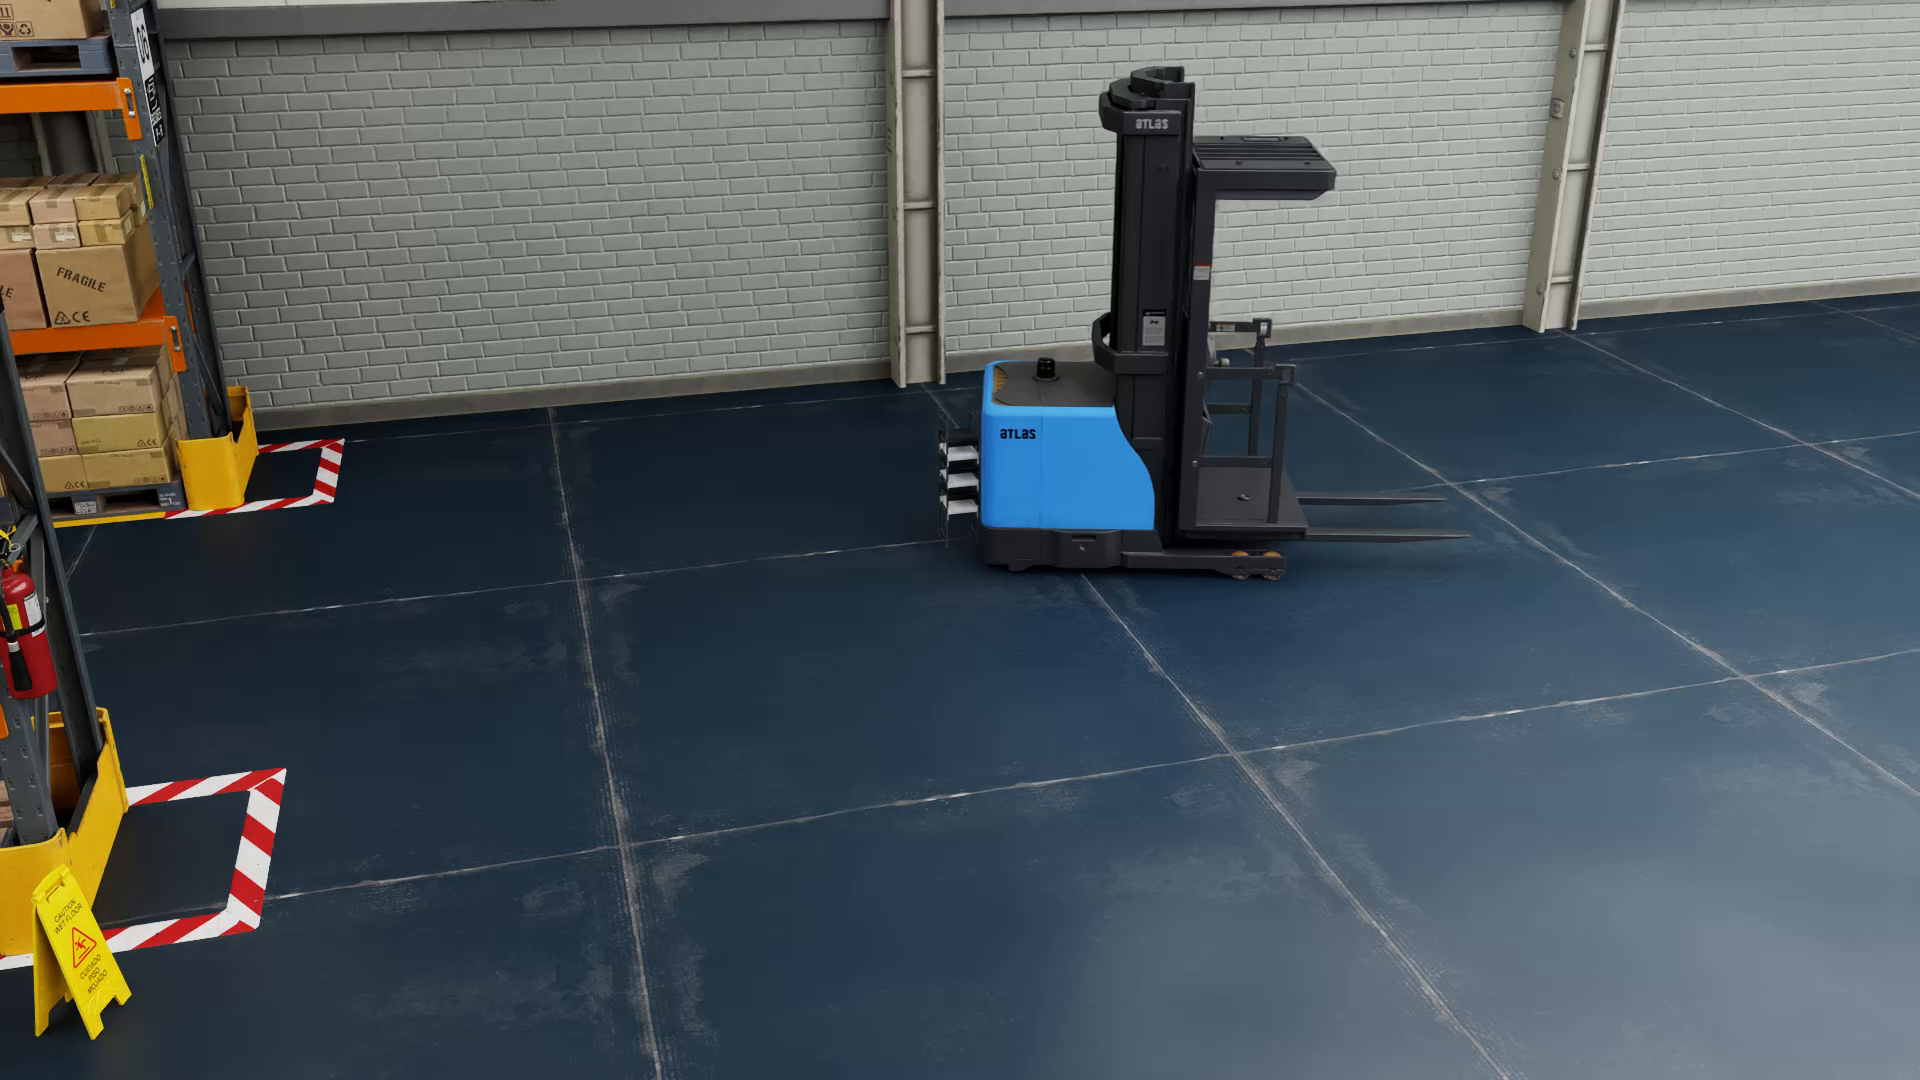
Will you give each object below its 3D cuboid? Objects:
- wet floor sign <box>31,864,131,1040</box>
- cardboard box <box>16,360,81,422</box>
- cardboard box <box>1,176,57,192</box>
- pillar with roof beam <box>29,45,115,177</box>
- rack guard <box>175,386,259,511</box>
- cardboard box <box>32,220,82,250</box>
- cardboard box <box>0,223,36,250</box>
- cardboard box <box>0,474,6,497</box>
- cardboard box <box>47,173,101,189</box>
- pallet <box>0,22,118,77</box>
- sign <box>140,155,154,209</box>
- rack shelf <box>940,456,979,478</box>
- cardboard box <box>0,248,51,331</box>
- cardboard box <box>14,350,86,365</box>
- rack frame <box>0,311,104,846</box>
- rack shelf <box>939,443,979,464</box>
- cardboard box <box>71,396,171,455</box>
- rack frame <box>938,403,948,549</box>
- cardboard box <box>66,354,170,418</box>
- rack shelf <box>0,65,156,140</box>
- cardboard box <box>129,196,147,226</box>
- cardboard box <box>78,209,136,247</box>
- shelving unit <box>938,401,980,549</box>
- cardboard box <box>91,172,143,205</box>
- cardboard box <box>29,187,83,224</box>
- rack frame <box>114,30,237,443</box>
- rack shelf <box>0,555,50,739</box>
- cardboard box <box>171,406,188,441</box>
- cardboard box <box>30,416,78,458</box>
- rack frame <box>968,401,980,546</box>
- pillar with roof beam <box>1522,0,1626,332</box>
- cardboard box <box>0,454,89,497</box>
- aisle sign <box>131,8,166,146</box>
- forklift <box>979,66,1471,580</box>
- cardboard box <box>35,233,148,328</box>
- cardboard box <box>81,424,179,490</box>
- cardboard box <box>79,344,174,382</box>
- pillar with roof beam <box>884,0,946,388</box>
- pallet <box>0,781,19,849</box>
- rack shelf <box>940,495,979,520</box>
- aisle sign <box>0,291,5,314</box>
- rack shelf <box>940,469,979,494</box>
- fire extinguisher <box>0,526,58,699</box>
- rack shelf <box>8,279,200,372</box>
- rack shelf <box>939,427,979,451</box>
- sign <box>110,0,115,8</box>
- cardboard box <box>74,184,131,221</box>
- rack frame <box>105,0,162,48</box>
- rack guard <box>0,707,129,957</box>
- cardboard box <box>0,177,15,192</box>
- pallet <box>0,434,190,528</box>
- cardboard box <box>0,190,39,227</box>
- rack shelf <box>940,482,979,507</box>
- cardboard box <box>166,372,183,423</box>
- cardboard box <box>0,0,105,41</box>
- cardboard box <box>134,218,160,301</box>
[{"bbox_3d":[-3.396,1.548,6.323,0.232,0.644,0.267,2,23,4],"label":"wet floor sign"},{"bbox_3d":[-6.062,-0.968,10.889,0.500,0.250,0.500,-6,24,-13],"label":"cardboard box"},{"bbox_3d":[-6.105,-2.281,10.935,0.250,0.149,0.380,-6,24,-13],"label":"cardboard box"},{"bbox_3d":[-4.964,-3.194,6.782,0.400,9.000,9.100,-6,24,-14],"label":"pillar with roof beam"},{"bbox_3d":[-5.190,-0.657,11.648,0.348,0.500,1.175,-6,24,-14],"label":"rack guard"},{"bbox_3d":[-5.709,-1.966,10.578,0.250,0.149,0.380,-6,24,-14],"label":"cardboard box"},{"bbox_3d":[-5.975,-1.961,10.568,0.250,0.149,0.380,-6,24,-13],"label":"cardboard box"},{"bbox_3d":[-6.545,-0.464,10.981,0.500,0.250,0.500,-6,24,-14],"label":"cardboard box"},{"bbox_3d":[-5.867,-2.325,11.038,0.250,0.149,0.380,-5,24,-13],"label":"cardboard box"},{"bbox_3d":[-5.900,-3.076,10.423,1.213,0.211,1.003,-6,24,-14],"label":"pallet"},{"bbox_3d":[-5.079,-2.237,10.391,0.005,0.325,0.100,-6,24,-14],"label":"sign"},{"bbox_3d":[-0.010,-0.465,10.548,0.200,0.077,0.258,-6,24,-13],"label":"rack shelf"},{"bbox_3d":[-6.118,-1.646,10.654,0.500,0.500,0.500,-6,24,-13],"label":"cardboard box"},{"bbox_3d":[-6.207,-1.158,11.332,0.500,0.250,0.500,-6,24,-14],"label":"cardboard box"},{"bbox_3d":[-3.868,0.081,6.758,0.127,3.000,1.000,-6,24,-14],"label":"rack frame"},{"bbox_3d":[-0.010,-0.548,10.513,0.200,0.077,0.258,-6,24,-13],"label":"rack shelf"},{"bbox_3d":[-5.597,-0.792,11.113,0.500,0.250,0.500,-7,24,-15],"label":"cardboard box"},{"bbox_3d":[-0.108,-0.403,10.547,0.006,0.900,0.240,-6,24,-13],"label":"rack frame"},{"bbox_3d":[-5.572,-1.025,11.021,0.500,0.250,0.500,-5,24,-13],"label":"cardboard box"},{"bbox_3d":[-7.138,-2.638,10.203,4.000,0.370,1.077,-6,24,-14],"label":"rack shelf"},{"bbox_3d":[-5.609,-2.210,11.147,0.250,0.149,0.380,-7,24,-16],"label":"cardboard box"},{"bbox_3d":[-5.471,-2.004,10.668,0.250,0.149,0.380,-6,24,-14],"label":"cardboard box"},{"bbox_3d":[-0.010,-0.413,10.571,0.210,0.900,0.258,-6,24,-13],"label":"shelving unit"},{"bbox_3d":[-5.594,-2.330,11.049,0.250,0.149,0.380,-7,24,-15],"label":"cardboard box"},{"bbox_3d":[-5.730,-2.128,10.579,0.250,0.149,0.380,-6,24,-14],"label":"cardboard box"},{"bbox_3d":[-5.213,-1.804,11.149,0.127,3.000,1.000,-6,24,-14],"label":"rack frame"},{"bbox_3d":[-5.794,0.624,6.404,4.000,0.370,1.077,-6,24,-14],"label":"rack shelf"},{"bbox_3d":[-5.738,-0.755,11.660,0.500,0.250,0.500,-6,24,-14],"label":"cardboard box"},{"bbox_3d":[-6.083,-0.743,10.998,0.500,0.250,0.500,-7,24,-15],"label":"cardboard box"},{"bbox_3d":[0.088,-0.423,10.594,0.006,0.900,0.240,-6,24,-13],"label":"rack frame"},{"bbox_3d":[6.590,-4.472,9.761,0.400,9.000,9.100,-6,24,-14],"label":"pillar with roof beam"},{"bbox_3d":[-6.061,-0.514,11.097,0.500,0.250,0.500,-6,24,-14],"label":"cardboard box"},{"bbox_3d":[-5.070,-2.894,10.393,0.004,0.787,0.394,-6,24,-14],"label":"aisle sign"},{"bbox_3d":[1.646,-1.319,10.106,3.031,2.935,1.130,1,23,2],"label":"forklift"},{"bbox_3d":[-5.616,-1.697,10.775,0.500,0.500,0.500,-7,24,-16],"label":"cardboard box"},{"bbox_3d":[-5.580,-0.563,11.212,0.500,0.250,0.500,-6,24,-14],"label":"cardboard box"},{"bbox_3d":[-5.727,-1.213,11.460,0.500,0.250,0.500,-7,24,-15],"label":"cardboard box"},{"bbox_3d":[0.813,-3.833,8.271,0.400,9.000,9.100,-6,24,-14],"label":"pillar with roof beam"},{"bbox_3d":[-4.733,1.443,7.119,1.213,0.211,1.003,-6,24,-14],"label":"pallet"},{"bbox_3d":[-0.010,-0.217,10.655,0.200,0.077,0.258,-6,24,-13],"label":"rack shelf"},{"bbox_3d":[-3.892,-1.238,6.535,0.004,0.787,0.394,-6,24,-14],"label":"aisle sign"},{"bbox_3d":[-0.010,-0.382,10.584,0.200,0.077,0.258,-6,24,-13],"label":"rack shelf"},{"bbox_3d":[-3.634,0.279,6.394,0.183,0.674,0.296,-6,24,-14],"label":"fire extinguisher"},{"bbox_3d":[-7.138,-1.260,10.795,4.000,0.370,1.077,-6,24,-14],"label":"rack shelf"},{"bbox_3d":[-0.010,-0.630,10.477,0.200,0.077,0.258,-6,24,-13],"label":"rack shelf"},{"bbox_3d":[-5.079,-3.345,9.915,0.005,0.325,0.100,-6,24,-14],"label":"sign"},{"bbox_3d":[-5.501,-2.166,10.668,0.250,0.149,0.380,-6,24,-14],"label":"cardboard box"},{"bbox_3d":[-5.213,-4.560,9.966,0.127,3.000,1.000,-6,24,-14],"label":"rack frame"},{"bbox_3d":[-3.941,1.237,7.232,0.348,0.500,1.175,-6,24,-14],"label":"rack guard"},{"bbox_3d":[-6.347,-2.260,10.887,0.250,0.149,0.380,-6,24,-14],"label":"cardboard box"},{"bbox_3d":[-5.938,-0.425,11.472,1.213,0.211,1.003,-6,24,-14],"label":"pallet"},{"bbox_3d":[-5.974,-2.090,10.490,0.250,0.149,0.380,-6,24,-13],"label":"cardboard box"},{"bbox_3d":[-0.010,-0.300,10.619,0.200,0.077,0.258,-6,24,-13],"label":"rack shelf"},{"bbox_3d":[-5.721,-0.991,11.577,0.500,0.250,0.500,-6,24,-13],"label":"cardboard box"},{"bbox_3d":[-5.573,-3.327,10.110,0.500,0.500,0.500,-6,24,-13],"label":"cardboard box"},{"bbox_3d":[-5.765,-1.902,11.252,0.500,0.500,0.500,-6,24,-13],"label":"cardboard box"}]
